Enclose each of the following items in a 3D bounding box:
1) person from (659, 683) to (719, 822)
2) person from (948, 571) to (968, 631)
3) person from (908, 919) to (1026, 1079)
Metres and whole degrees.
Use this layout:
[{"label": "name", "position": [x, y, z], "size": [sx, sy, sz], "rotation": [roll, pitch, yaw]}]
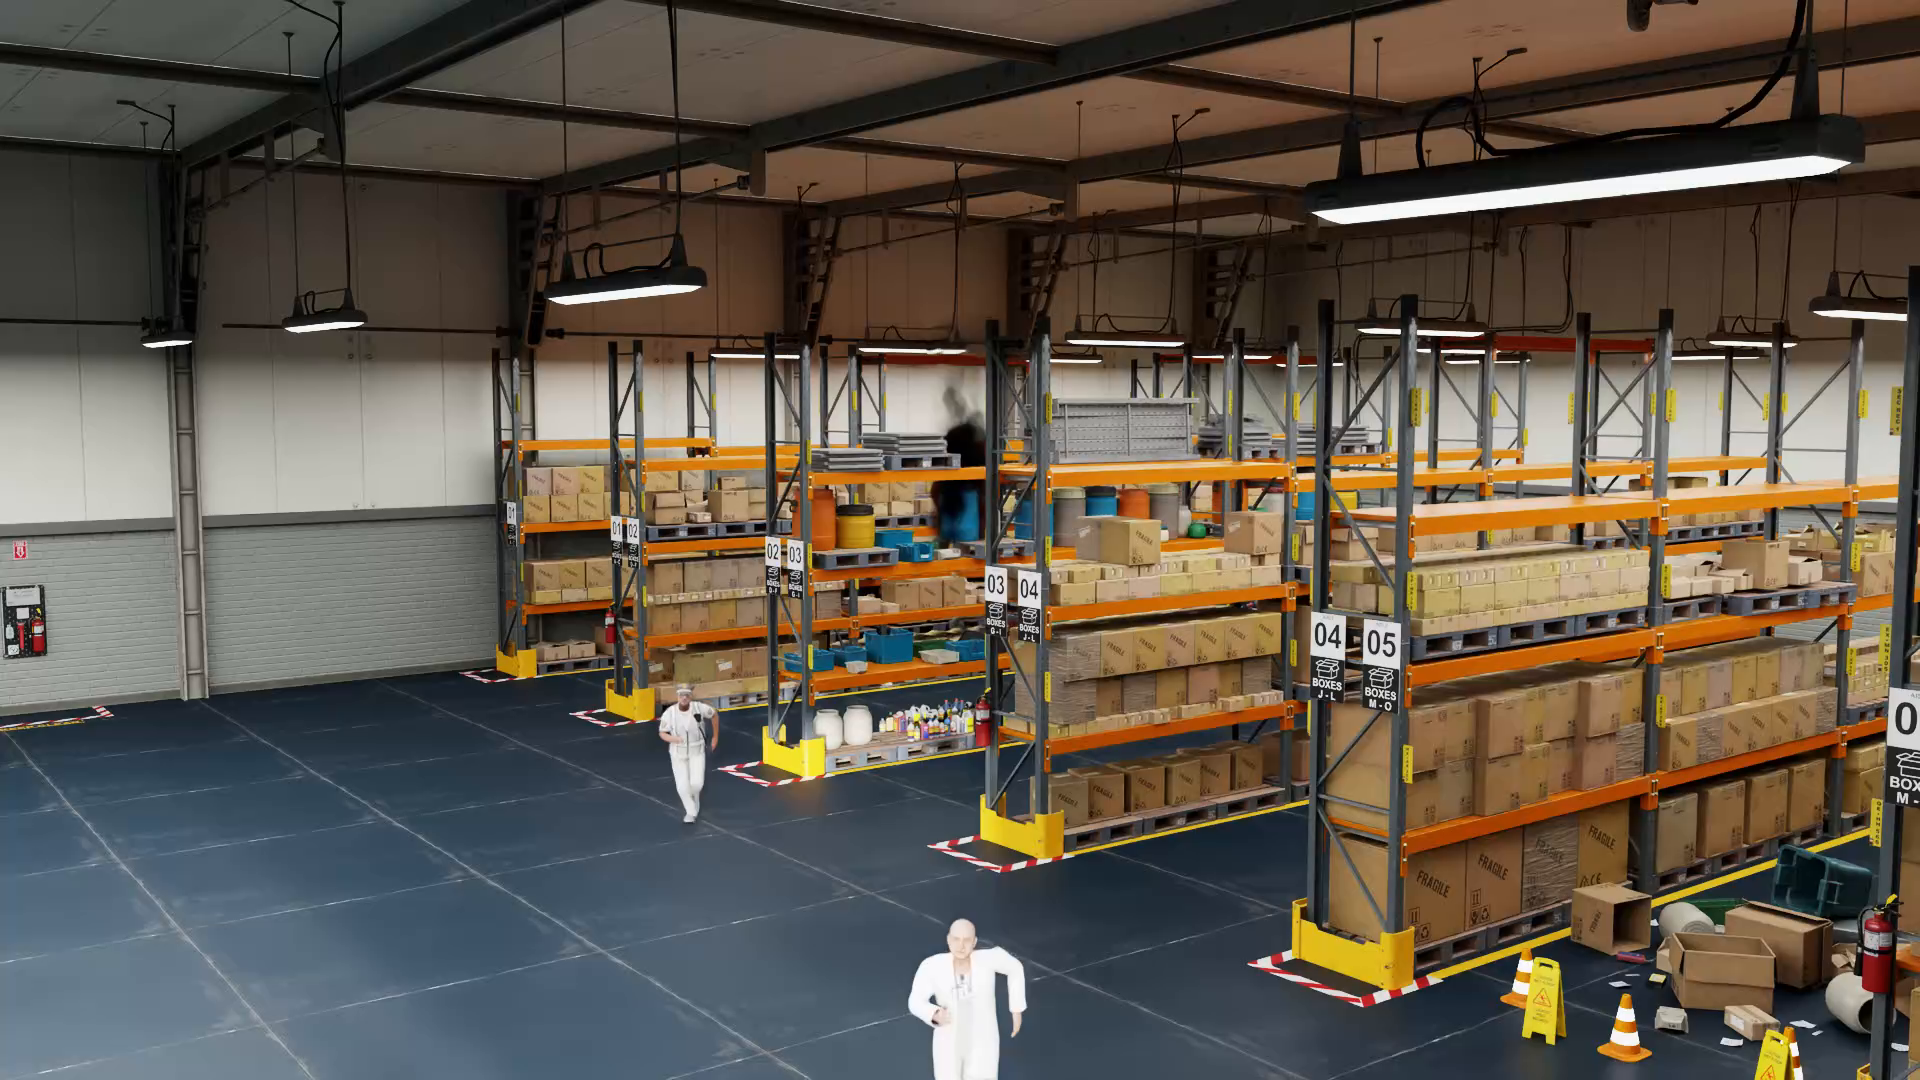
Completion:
[{"label": "person", "position": [-3.233, 2.553, 19.870], "size": [0.707, 1.732, 0.719], "rotation": [-1, 5, -9]}, {"label": "person", "position": [-0.083, 1.337, 33.943], "size": [0.857, 1.719, 0.562], "rotation": [-4, 7, -41]}, {"label": "person", "position": [0.049, 3.338, 10.863], "size": [0.746, 1.826, 0.896], "rotation": [1, 5, 7]}]
